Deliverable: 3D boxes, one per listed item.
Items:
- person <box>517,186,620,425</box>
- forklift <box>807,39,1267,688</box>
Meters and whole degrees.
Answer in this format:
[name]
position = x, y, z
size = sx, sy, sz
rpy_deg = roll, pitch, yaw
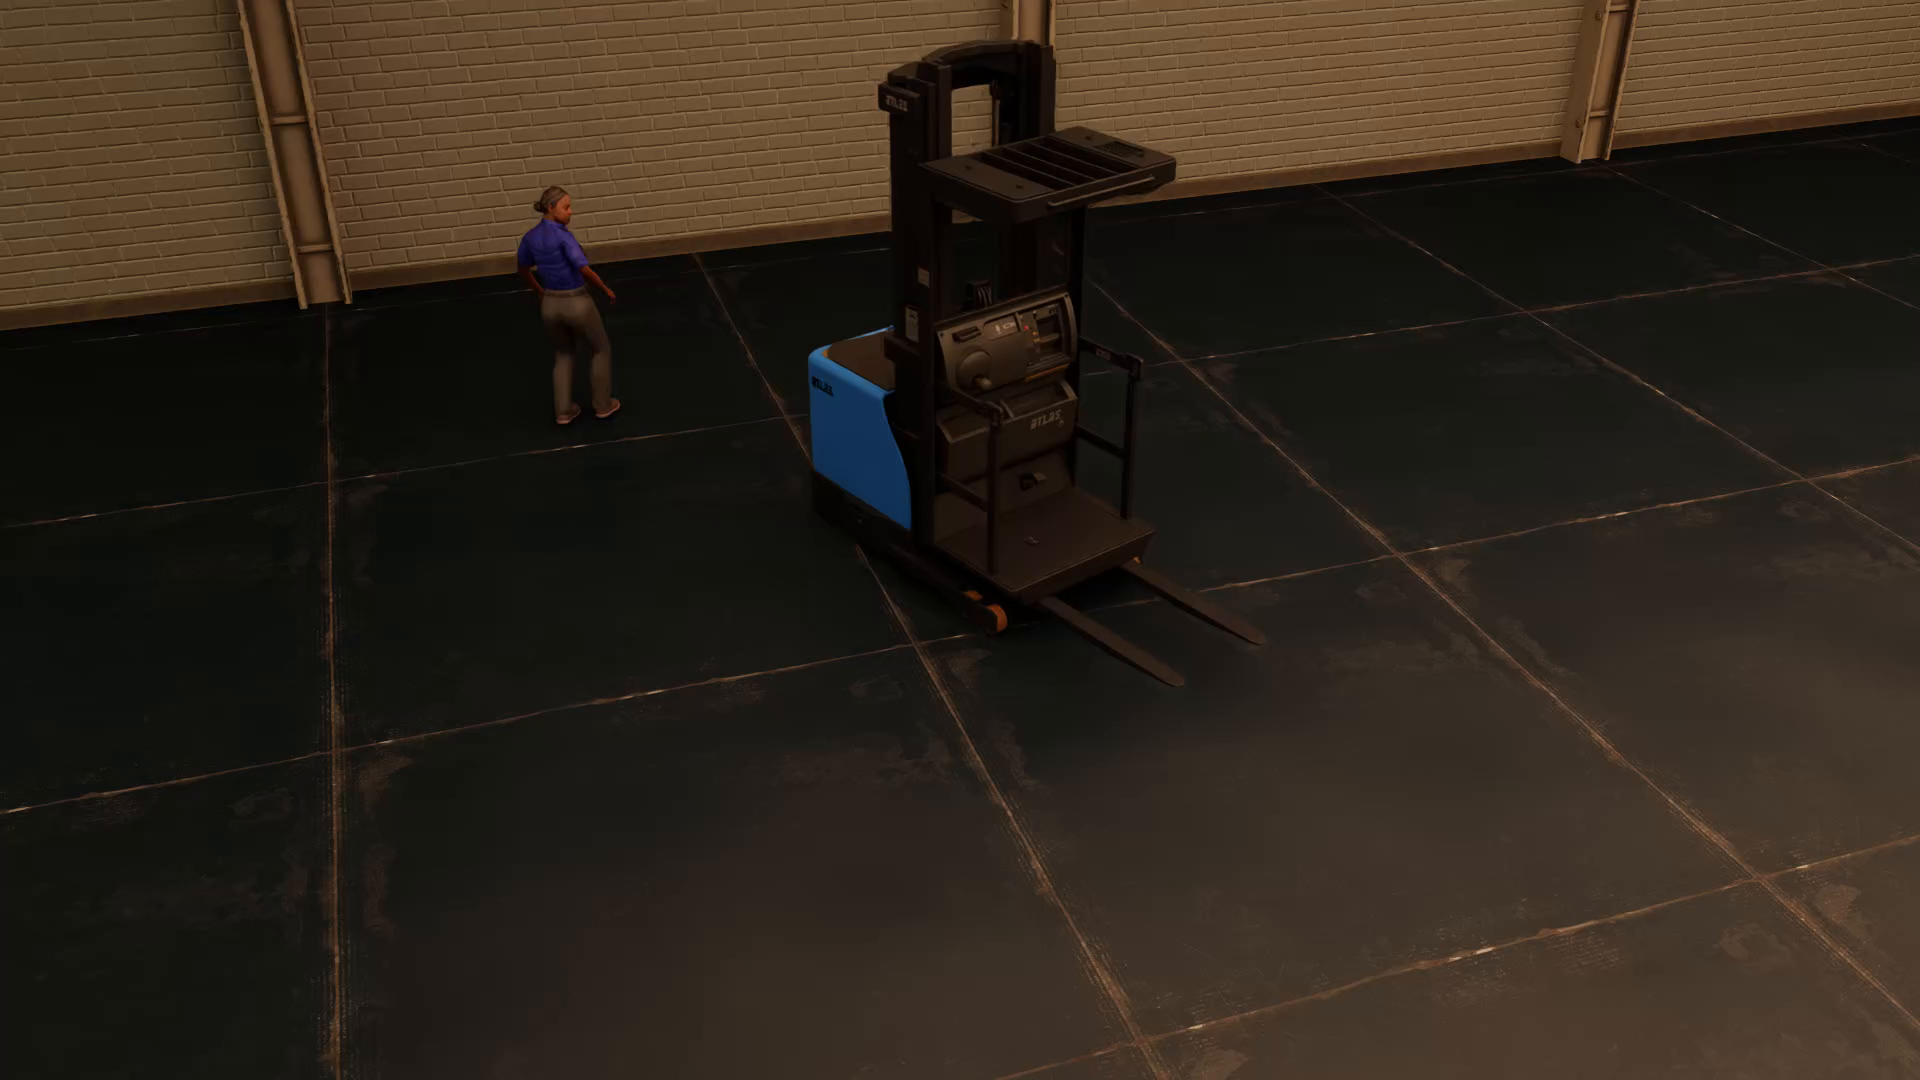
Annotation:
[person]
position = -2.620, -1.575, 11.150
size = 0.651, 1.625, 0.462
rpy_deg = 11, 32, 18
[forklift]
position = 0.396, -1.035, 8.887
size = 1.130, 2.935, 3.031
rpy_deg = -22, 36, -33
